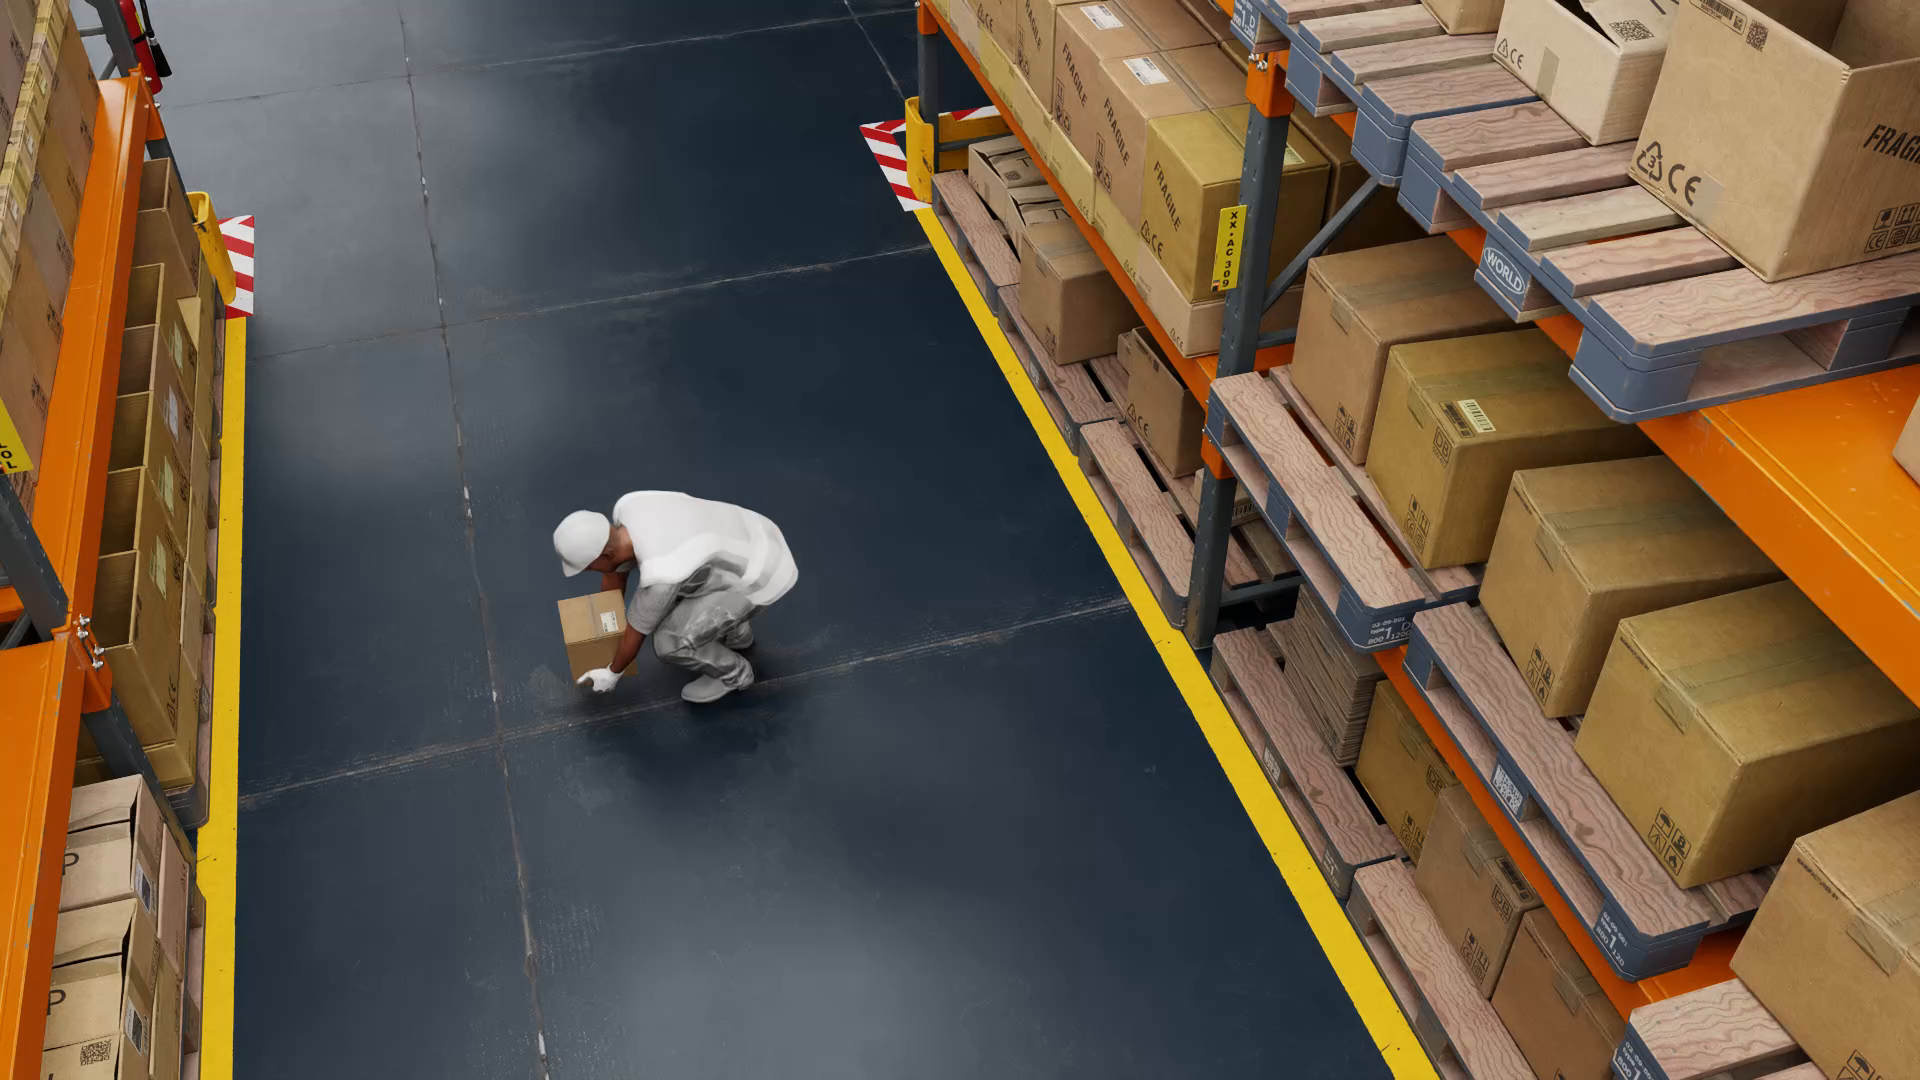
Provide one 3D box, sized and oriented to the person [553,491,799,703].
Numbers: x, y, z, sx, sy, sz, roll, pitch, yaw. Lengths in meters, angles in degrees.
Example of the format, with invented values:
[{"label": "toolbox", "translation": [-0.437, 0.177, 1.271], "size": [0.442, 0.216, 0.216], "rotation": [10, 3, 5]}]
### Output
[{"label": "person", "translation": [-1.096, 0.201, 6.513], "size": [0.924, 1.002, 0.554], "rotation": [-13, 43, -14]}]
